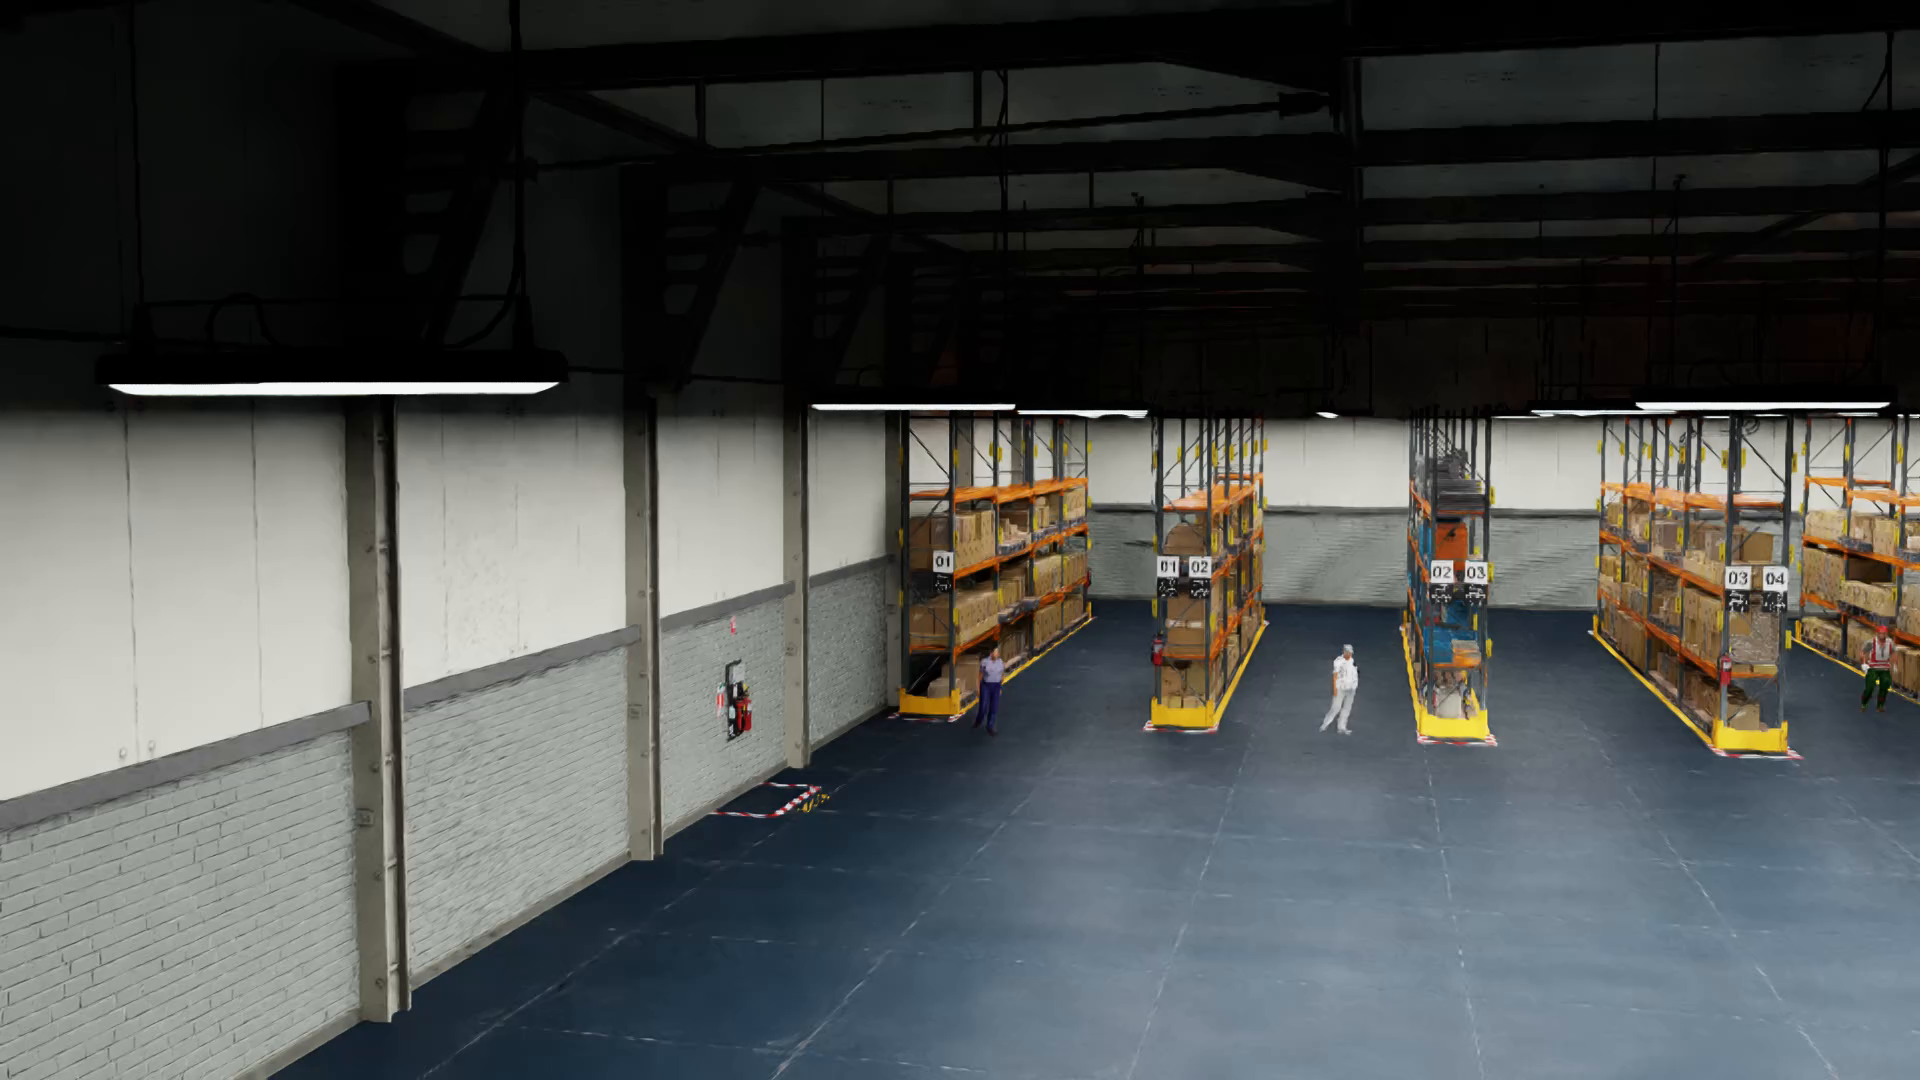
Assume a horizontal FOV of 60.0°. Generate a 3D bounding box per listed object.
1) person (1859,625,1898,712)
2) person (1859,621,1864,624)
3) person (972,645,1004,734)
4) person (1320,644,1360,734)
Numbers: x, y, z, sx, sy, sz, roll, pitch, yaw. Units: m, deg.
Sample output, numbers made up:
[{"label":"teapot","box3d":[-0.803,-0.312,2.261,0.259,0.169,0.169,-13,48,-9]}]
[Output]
[{"label":"person","box3d":[18.029,2.520,32.640,0.677,1.742,0.552,1,4,12]},{"label":"person","box3d":[24.764,1.648,45.620,0.423,1.590,0.561,-1,4,-12]},{"label":"person","box3d":[0.514,2.729,30.472,0.560,1.629,0.520,-2,4,-24]},{"label":"person","box3d":[6.931,2.715,30.382,0.650,1.655,0.531,-2,5,-27]}]
